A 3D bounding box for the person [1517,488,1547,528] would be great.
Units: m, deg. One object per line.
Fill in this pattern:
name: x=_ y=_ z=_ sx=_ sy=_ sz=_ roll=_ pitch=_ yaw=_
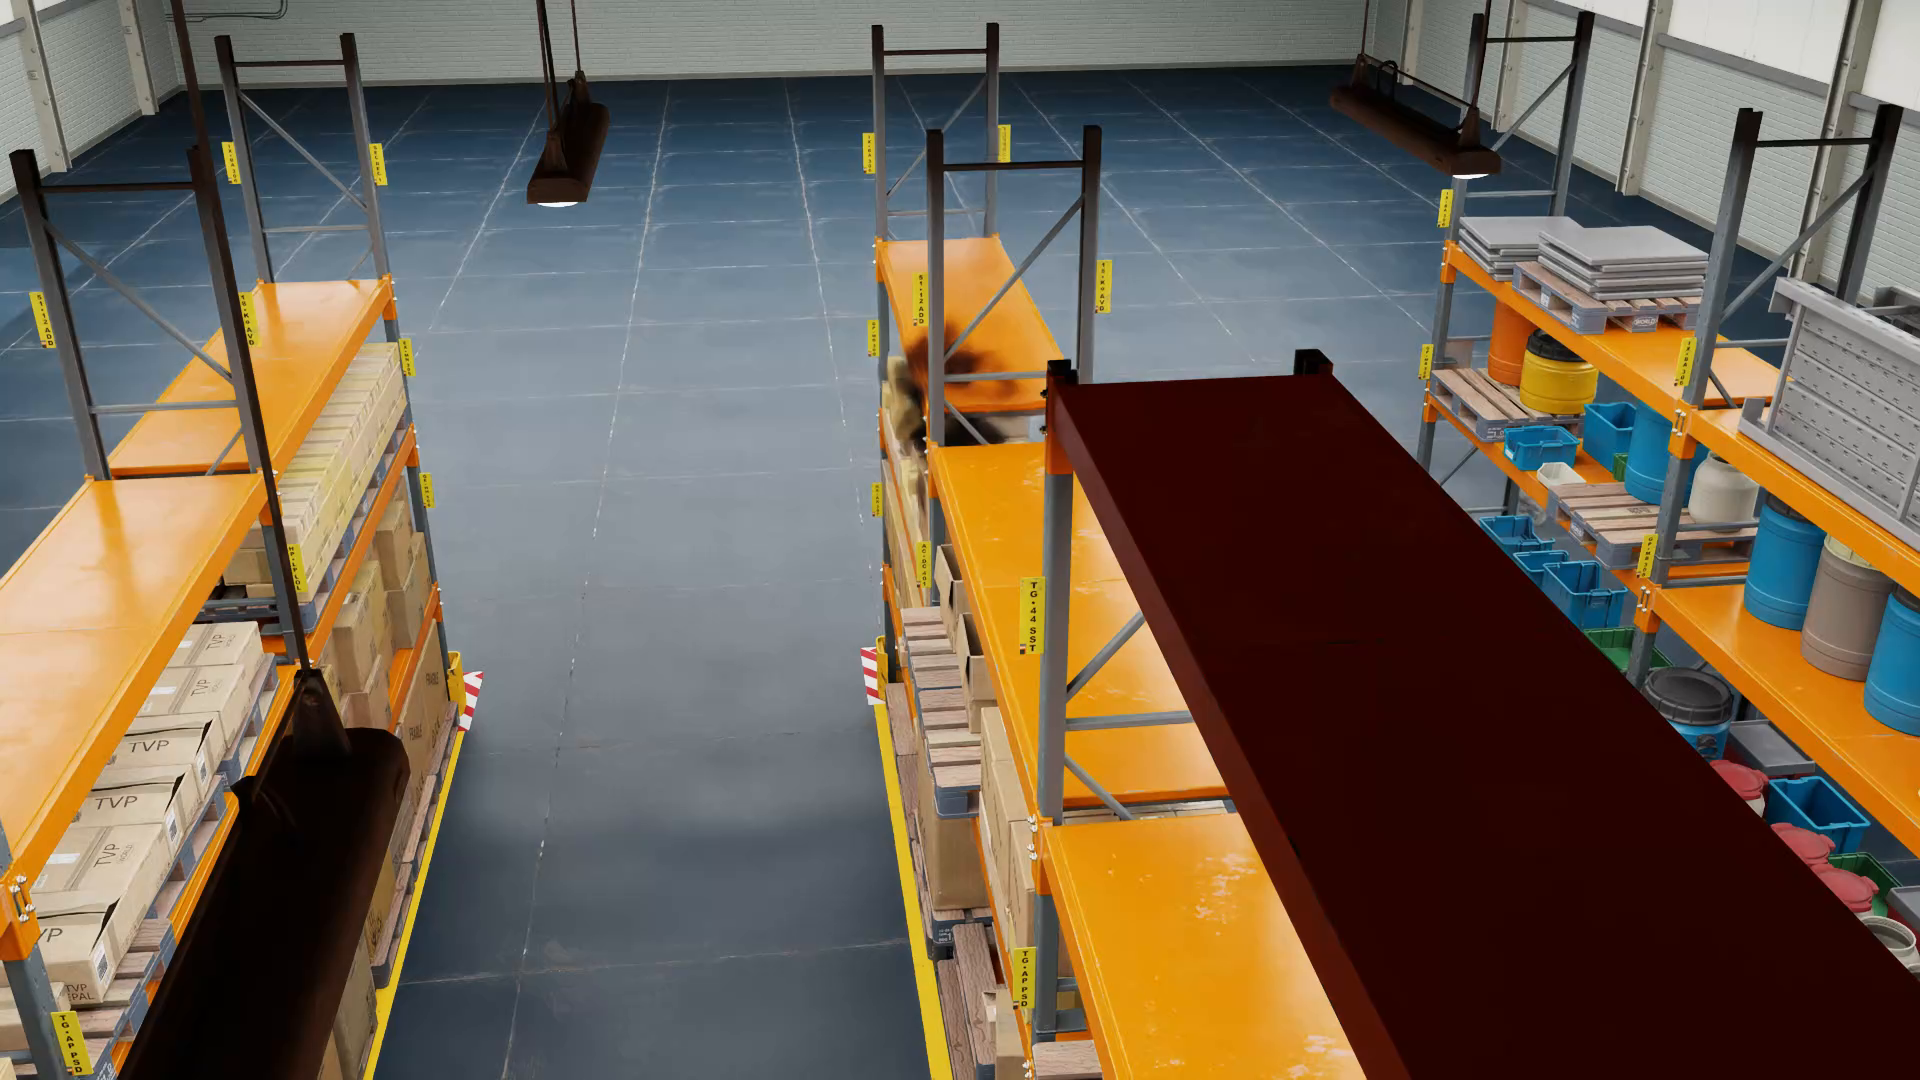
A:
person: x=6.356 y=-0.931 z=18.458 sx=0.600 sy=1.719 sz=0.695 roll=7 pitch=26 yaw=14
